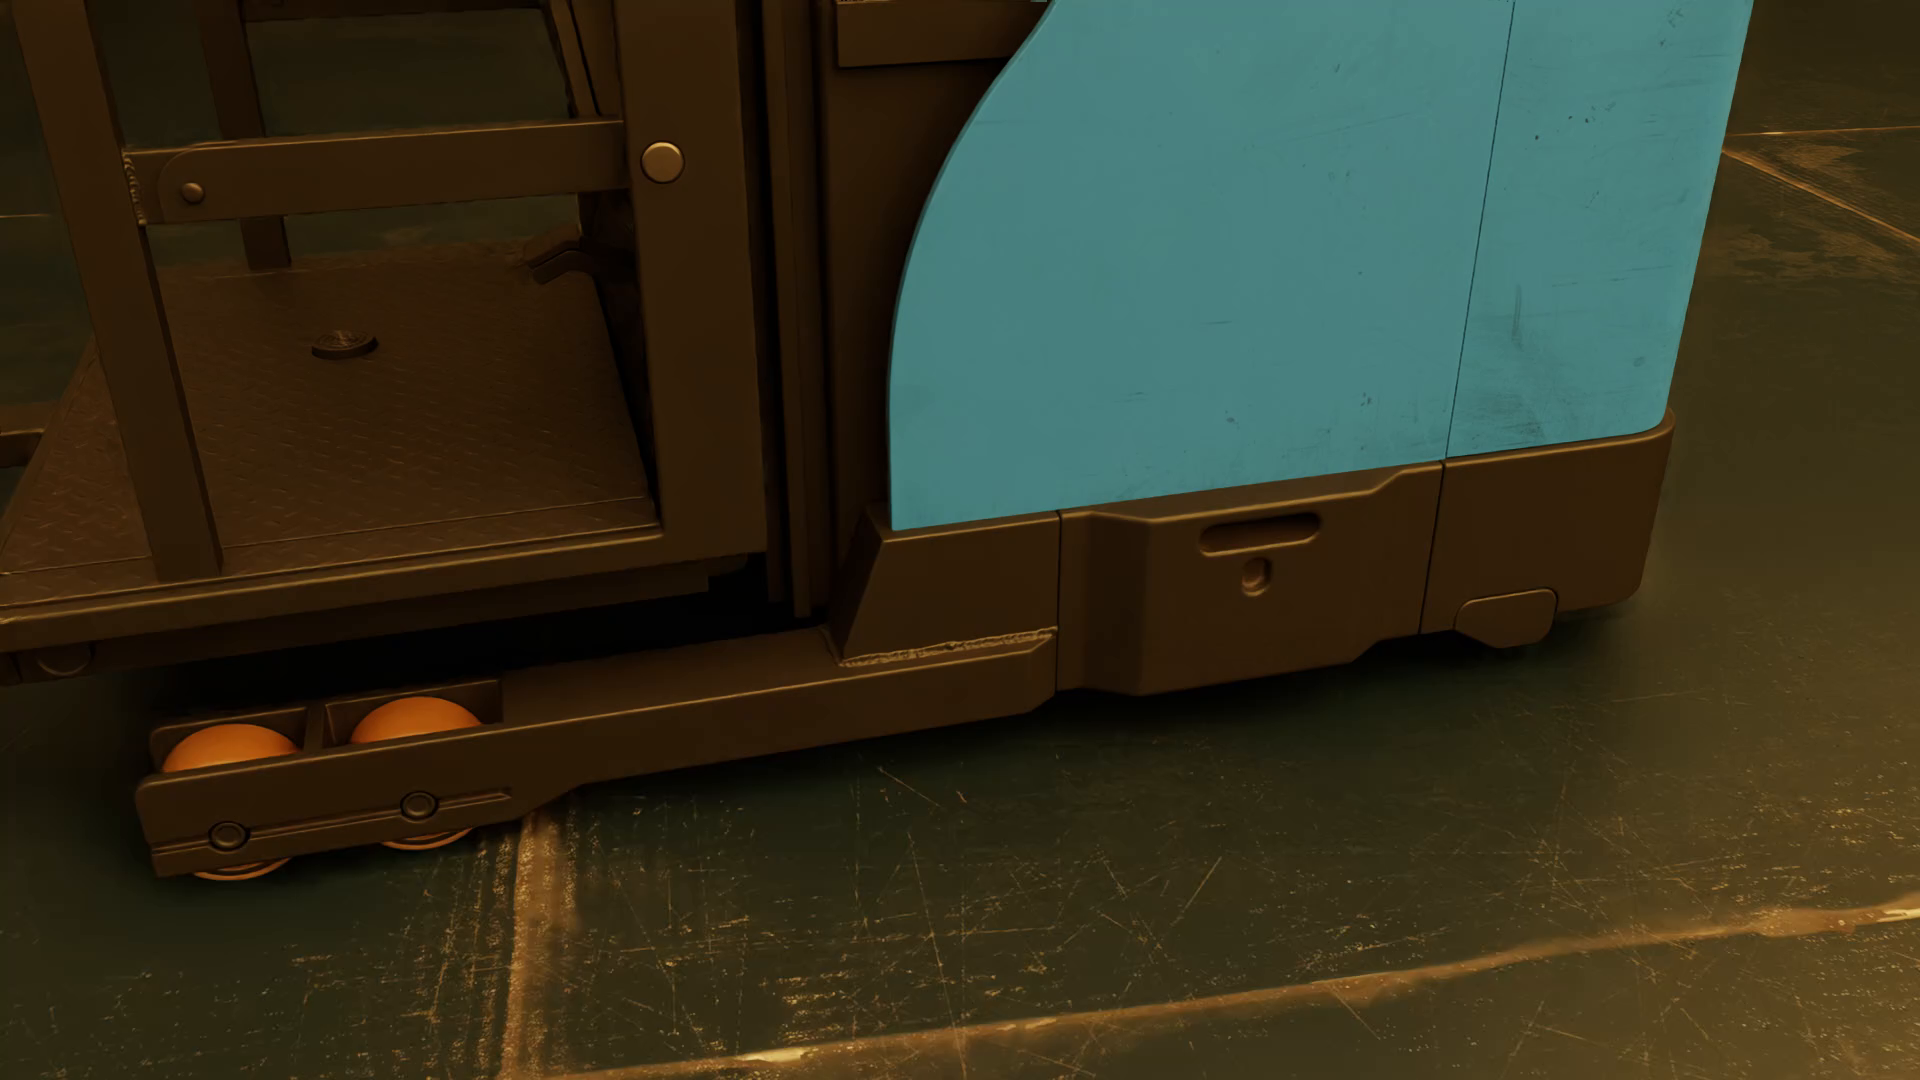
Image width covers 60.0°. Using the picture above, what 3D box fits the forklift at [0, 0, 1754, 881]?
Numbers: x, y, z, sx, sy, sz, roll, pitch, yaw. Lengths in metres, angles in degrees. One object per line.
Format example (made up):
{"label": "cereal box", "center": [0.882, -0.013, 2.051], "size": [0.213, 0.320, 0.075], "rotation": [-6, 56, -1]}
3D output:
{"label": "forklift", "center": [-0.652, -1.201, 1.637], "size": [3.031, 2.935, 1.130], "rotation": [-8, 29, -14]}
